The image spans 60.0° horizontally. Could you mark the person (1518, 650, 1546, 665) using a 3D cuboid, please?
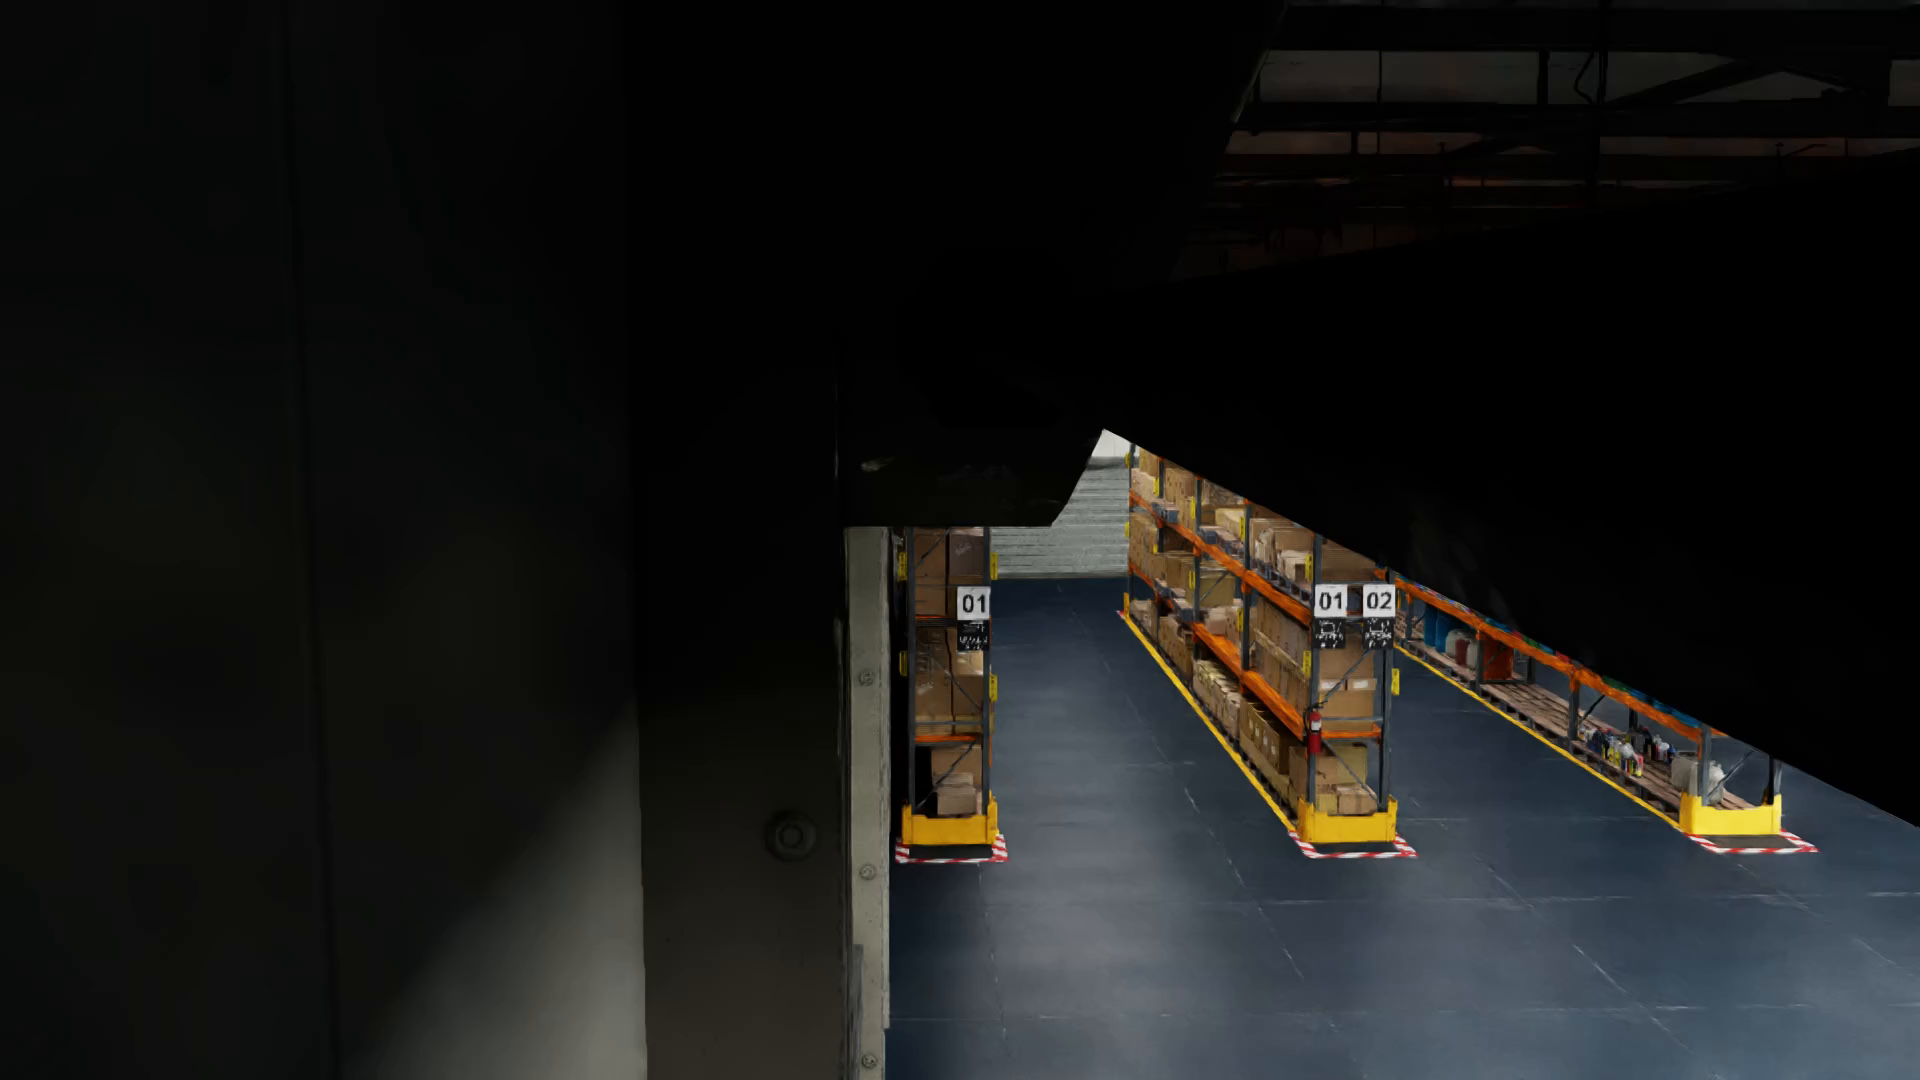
[{"bbox_3d":[10.809,1.498,31.178,0.682,1.715,0.542,-1,7,-4],"label":"person"}]
